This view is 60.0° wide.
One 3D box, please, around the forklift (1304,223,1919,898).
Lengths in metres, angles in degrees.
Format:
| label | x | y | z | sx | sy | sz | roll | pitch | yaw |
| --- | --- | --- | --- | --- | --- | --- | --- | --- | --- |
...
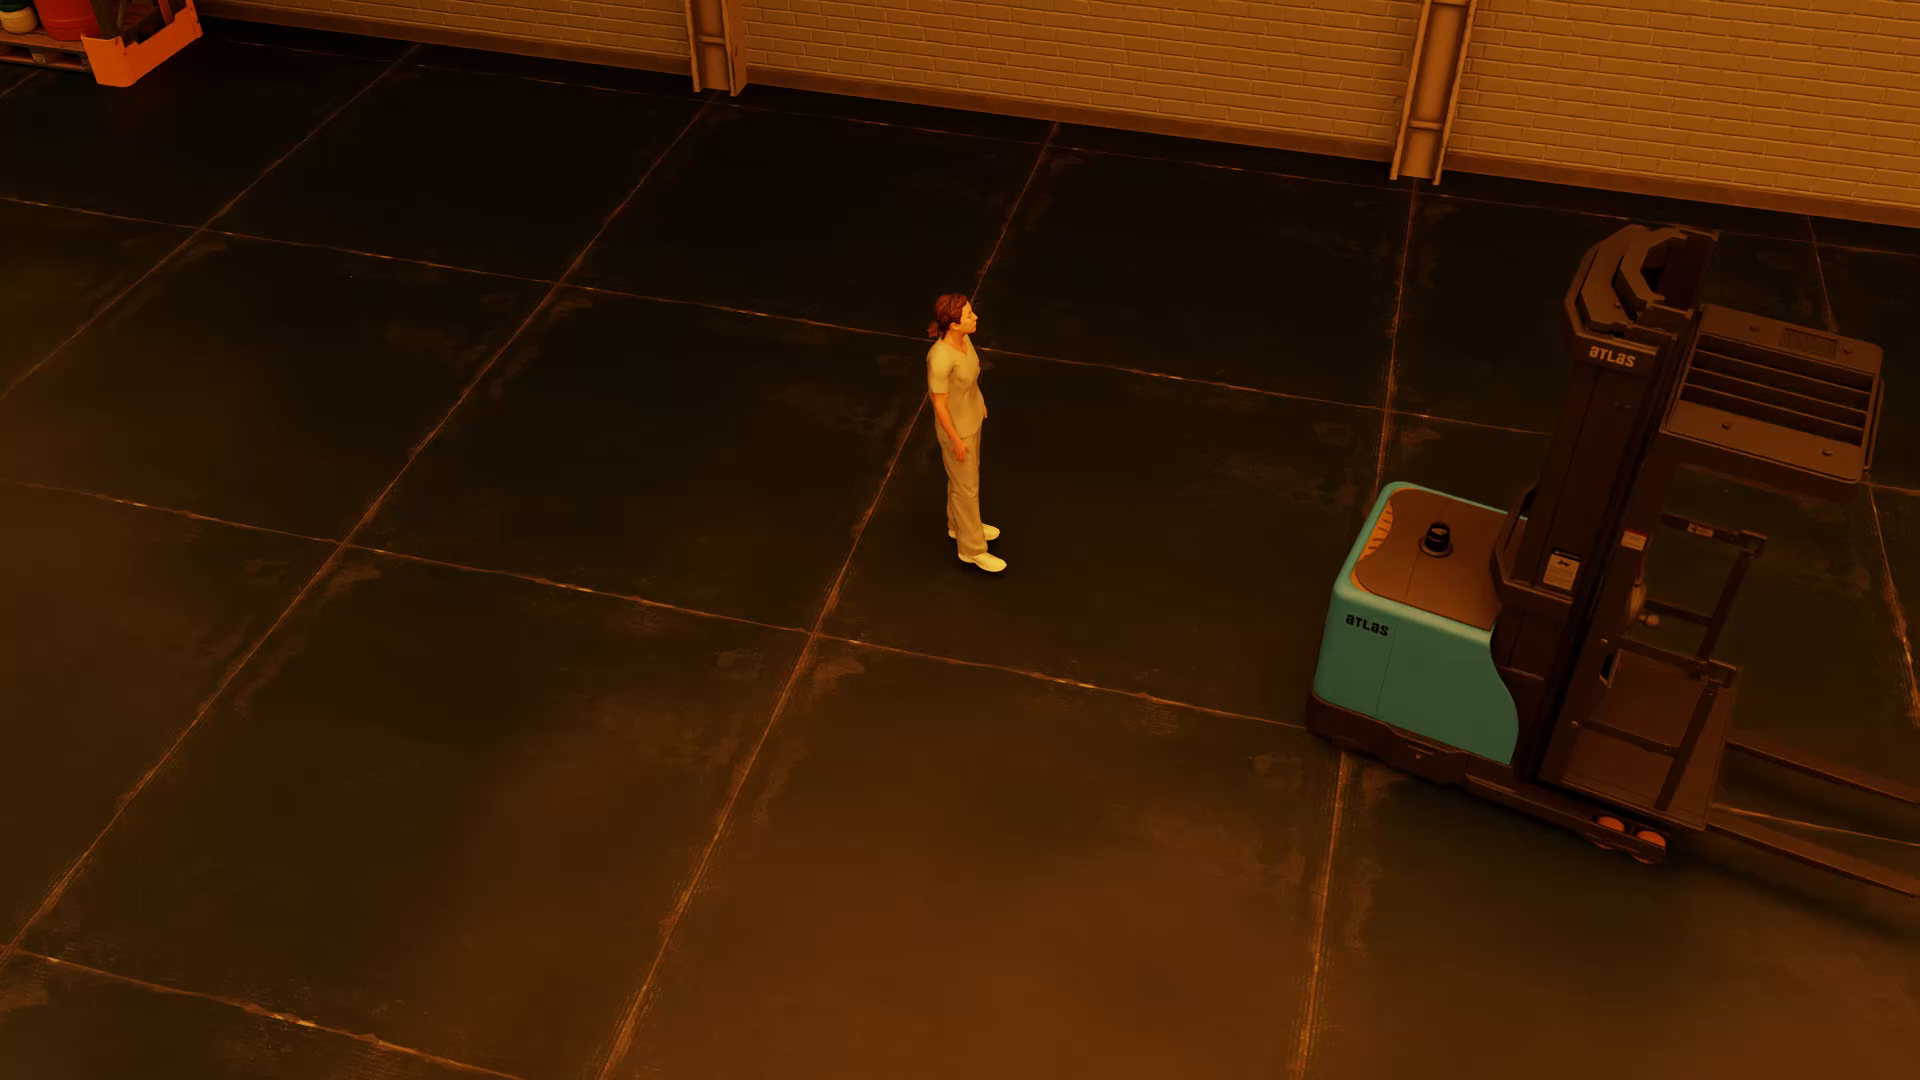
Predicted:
| label | x | y | z | sx | sy | sz | roll | pitch | yaw |
| --- | --- | --- | --- | --- | --- | --- | --- | --- | --- |
| forklift | 3.387 | 0.099 | 7.748 | 3.031 | 2.935 | 1.130 | 19 | 45 | 20 |

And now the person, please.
| label | x | y | z | sx | sy | sz | roll | pitch | yaw |
| --- | --- | --- | --- | --- | --- | --- | --- | --- | --- |
| person | 0.068 | -0.645 | 9.477 | 0.547 | 1.673 | 0.549 | 10 | 42 | 11 |
